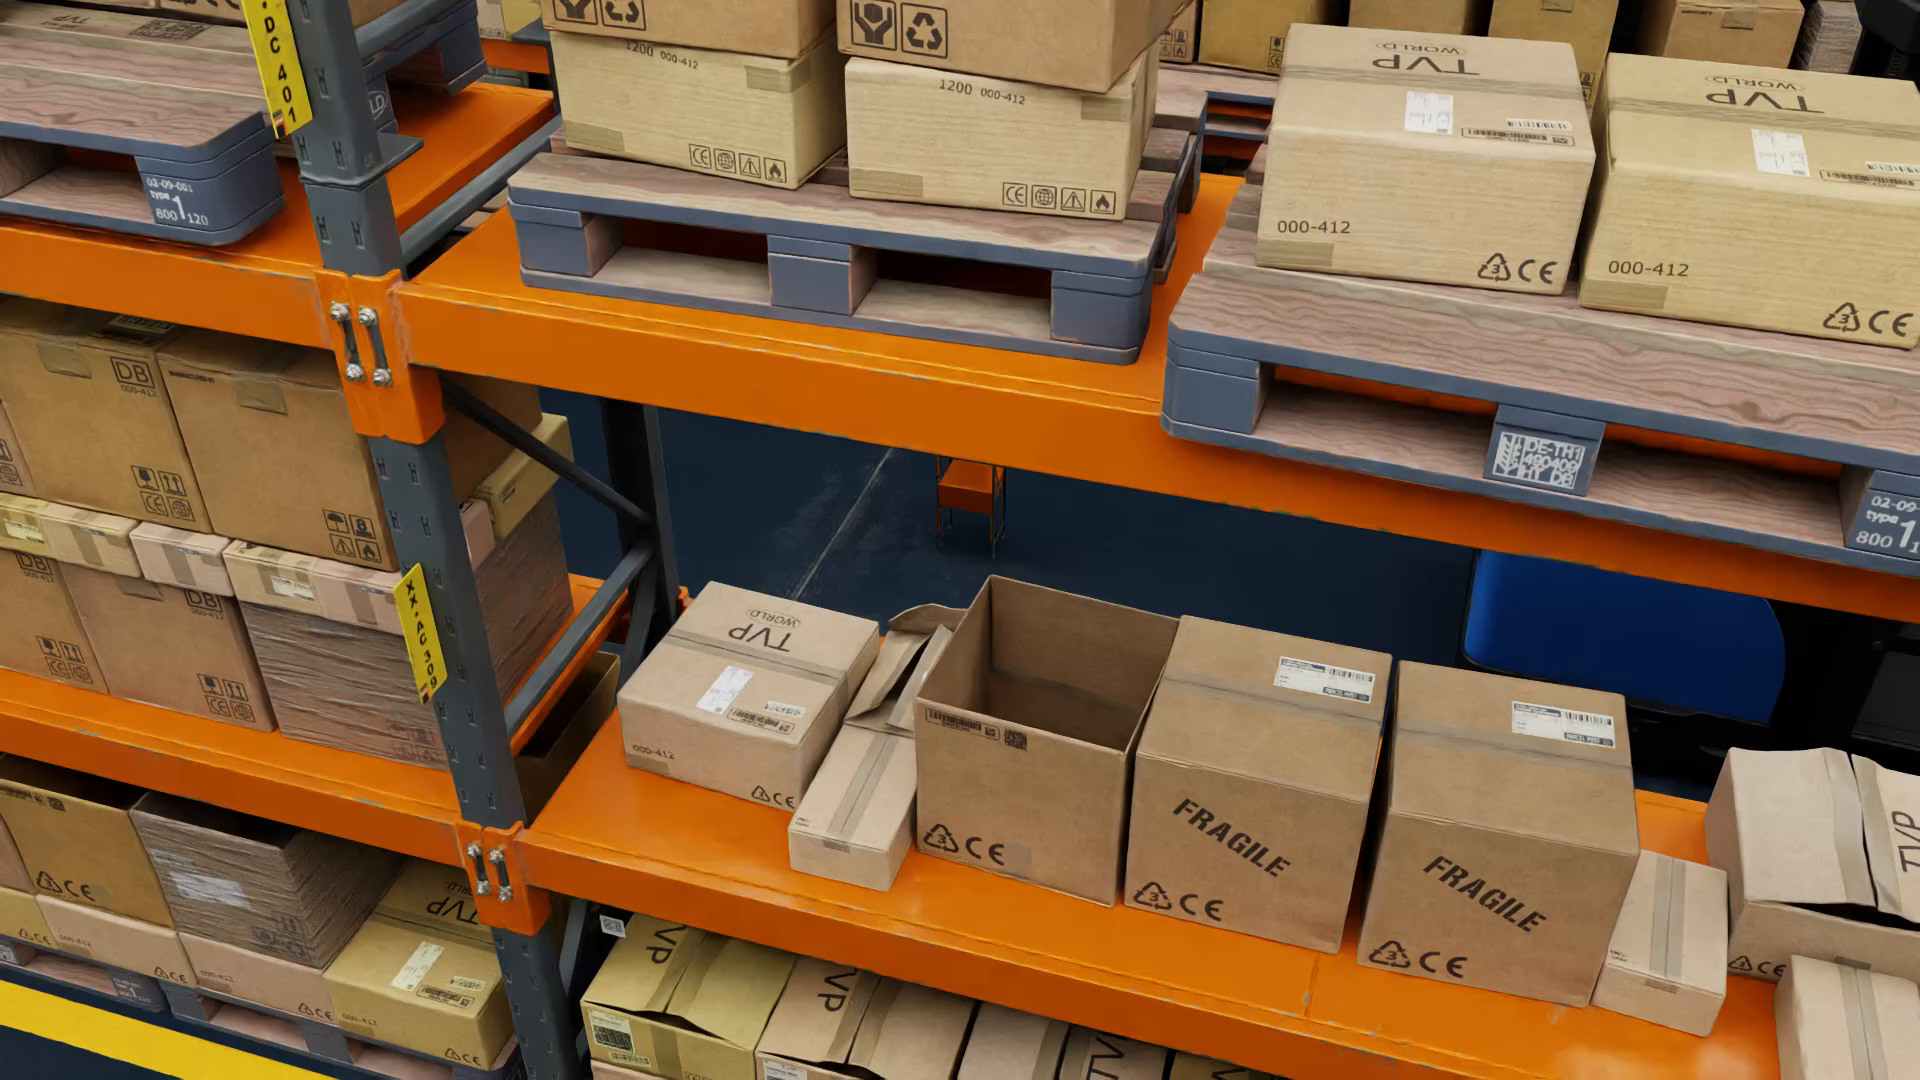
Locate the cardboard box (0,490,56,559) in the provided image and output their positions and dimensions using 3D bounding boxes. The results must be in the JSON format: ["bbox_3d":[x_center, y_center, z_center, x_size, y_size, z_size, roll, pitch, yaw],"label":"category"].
[{"bbox_3d":[-2.310,-0.135,4.272,0.250,0.149,0.380,10,38,14],"label":"cardboard box"}]

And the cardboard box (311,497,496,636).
[{"bbox_3d":[-1.339,0.045,4.026,0.250,0.149,0.380,10,38,14],"label":"cardboard box"}]

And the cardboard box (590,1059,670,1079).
[{"bbox_3d":[-0.705,1.424,4.751,0.500,0.250,0.500,10,37,13],"label":"cardboard box"}]

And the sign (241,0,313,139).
[{"bbox_3d":[-1.180,-0.860,2.855,0.005,0.325,0.100,10,38,14],"label":"sign"}]

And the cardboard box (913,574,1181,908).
[{"bbox_3d":[0.215,0.472,3.994,0.500,0.500,0.500,13,38,17],"label":"cardboard box"}]

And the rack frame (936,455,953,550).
[{"bbox_3d":[-0.065,-0.435,6.955,0.008,1.050,0.200,10,38,14],"label":"rack frame"}]

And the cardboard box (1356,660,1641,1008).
[{"bbox_3d":[1.196,0.653,3.748,0.500,0.500,0.500,9,37,11],"label":"cardboard box"}]

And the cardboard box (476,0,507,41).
[{"bbox_3d":[-2.489,-2.835,8.681,0.500,0.250,0.500,9,37,12],"label":"cardboard box"}]

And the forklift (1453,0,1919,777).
[{"bbox_3d":[3.433,-0.480,5.430,3.031,2.935,1.130,12,38,15],"label":"forklift"}]

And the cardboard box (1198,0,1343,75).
[{"bbox_3d":[1.465,-2.535,7.708,0.500,0.500,0.700,14,39,19],"label":"cardboard box"}]

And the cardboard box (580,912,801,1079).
[{"bbox_3d":[-0.696,1.200,4.581,0.500,0.311,0.500,11,38,14],"label":"cardboard box"}]

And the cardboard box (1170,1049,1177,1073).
[{"bbox_3d":[0.437,1.302,4.916,0.500,0.250,0.500,11,38,15],"label":"cardboard box"}]

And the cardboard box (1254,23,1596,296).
[{"bbox_3d":[0.791,-0.670,2.872,0.500,0.250,0.500,7,37,10],"label":"cardboard box"}]

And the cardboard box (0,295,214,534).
[{"bbox_3d":[-1.924,-0.452,4.155,0.500,0.500,0.700,10,38,14],"label":"cardboard box"}]

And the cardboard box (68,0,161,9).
[{"bbox_3d":[-1.933,-1.458,3.772,0.500,0.311,0.500,9,37,11],"label":"cardboard box"}]

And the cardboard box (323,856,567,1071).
[{"bbox_3d":[-1.524,1.254,4.981,0.500,0.250,0.500,10,38,14],"label":"cardboard box"}]

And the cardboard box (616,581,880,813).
[{"bbox_3d":[-0.533,0.396,4.307,0.500,0.250,0.500,13,38,17],"label":"cardboard box"}]

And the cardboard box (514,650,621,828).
[{"bbox_3d":[-1.365,0.651,5.168,0.500,0.500,0.500,10,38,14],"label":"cardboard box"}]

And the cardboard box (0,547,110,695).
[{"bbox_3d":[-2.424,-0.022,4.665,0.500,0.500,0.700,11,38,15],"label":"cardboard box"}]

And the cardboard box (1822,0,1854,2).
[{"bbox_3d":[3.626,-2.394,6.969,0.250,0.149,0.380,5,37,6],"label":"cardboard box"}]

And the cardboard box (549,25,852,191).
[{"bbox_3d":[-0.431,-0.929,3.223,0.500,0.250,0.500,14,39,19],"label":"cardboard box"}]

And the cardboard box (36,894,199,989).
[{"bbox_3d":[-2.480,1.080,5.218,0.500,0.250,0.500,10,38,14],"label":"cardboard box"}]

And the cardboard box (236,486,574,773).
[{"bbox_3d":[-1.441,0.159,4.420,0.500,0.500,0.700,10,37,13],"label":"cardboard box"}]

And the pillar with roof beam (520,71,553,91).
[{"bbox_3d":[-3.718,-3.583,4.526,0.400,9.000,9.100,10,38,14],"label":"pillar with roof beam"}]

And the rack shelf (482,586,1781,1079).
[{"bbox_3d":[0.893,0.917,4.080,4.000,0.370,1.077,10,38,14],"label":"rack shelf"}]

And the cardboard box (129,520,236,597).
[{"bbox_3d":[-1.825,-0.044,4.148,0.250,0.149,0.380,9,37,13],"label":"cardboard box"}]

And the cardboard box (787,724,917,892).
[{"bbox_3d":[-0.231,0.647,4.052,0.250,0.149,0.380,10,38,14],"label":"cardboard box"}]

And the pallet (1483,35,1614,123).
[{"bbox_3d":[2.374,-2.072,7.697,1.213,0.211,1.003,10,38,14],"label":"pallet"}]

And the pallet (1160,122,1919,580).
[{"bbox_3d":[1.059,-0.417,2.914,1.213,0.211,1.003,12,38,16],"label":"pallet"}]

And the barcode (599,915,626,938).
[{"bbox_3d":[-0.896,0.997,4.292,0.075,0.075,0.001,10,38,14],"label":"barcode"}]

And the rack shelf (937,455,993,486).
[{"bbox_3d":[0.051,-0.405,6.932,0.240,0.259,0.215,10,38,14],"label":"rack shelf"}]

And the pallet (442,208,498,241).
[{"bbox_3d":[-2.523,-1.937,9.703,1.213,0.211,1.003,10,38,14],"label":"pallet"}]

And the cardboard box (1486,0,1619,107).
[{"bbox_3d":[2.628,-2.325,7.423,0.500,0.500,0.700,10,38,14],"label":"cardboard box"}]

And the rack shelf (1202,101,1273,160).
[{"bbox_3d":[2.367,-1.886,7.889,4.000,0.370,1.077,10,38,14],"label":"rack shelf"}]

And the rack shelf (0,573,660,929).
[{"bbox_3d":[-2.925,0.210,5.041,4.000,0.370,1.077,10,38,14],"label":"rack shelf"}]

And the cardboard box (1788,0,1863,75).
[{"bbox_3d":[3.824,-2.118,7.141,0.500,0.500,0.700,6,37,8],"label":"cardboard box"}]

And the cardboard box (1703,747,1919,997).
[{"bbox_3d":[2.006,0.749,3.777,0.500,0.311,0.500,10,38,13],"label":"cardboard box"}]

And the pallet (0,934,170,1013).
[{"bbox_3d":[-2.931,1.018,5.689,1.213,0.211,1.003,10,38,14],"label":"pallet"}]

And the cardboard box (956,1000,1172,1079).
[{"bbox_3d":[0.275,1.382,4.334,0.500,0.311,0.500,9,37,12],"label":"cardboard box"}]

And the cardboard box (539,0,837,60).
[{"bbox_3d":[-0.439,-1.214,2.978,0.500,0.500,0.500,11,38,14],"label":"cardboard box"}]

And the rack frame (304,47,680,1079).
[{"bbox_3d":[-1.016,0.274,4.348,0.127,3.000,1.000,10,38,14],"label":"rack frame"}]

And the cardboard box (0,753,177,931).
[{"bbox_3d":[-2.476,0.771,5.005,0.500,0.500,0.500,10,38,14],"label":"cardboard box"}]

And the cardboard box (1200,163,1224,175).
[{"bbox_3d":[1.165,-1.579,8.603,0.500,0.500,0.700,12,38,15],"label":"cardboard box"}]

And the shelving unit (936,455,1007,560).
[{"bbox_3d":[0.051,-0.413,6.926,0.252,1.050,0.215,10,38,14],"label":"shelving unit"}]
